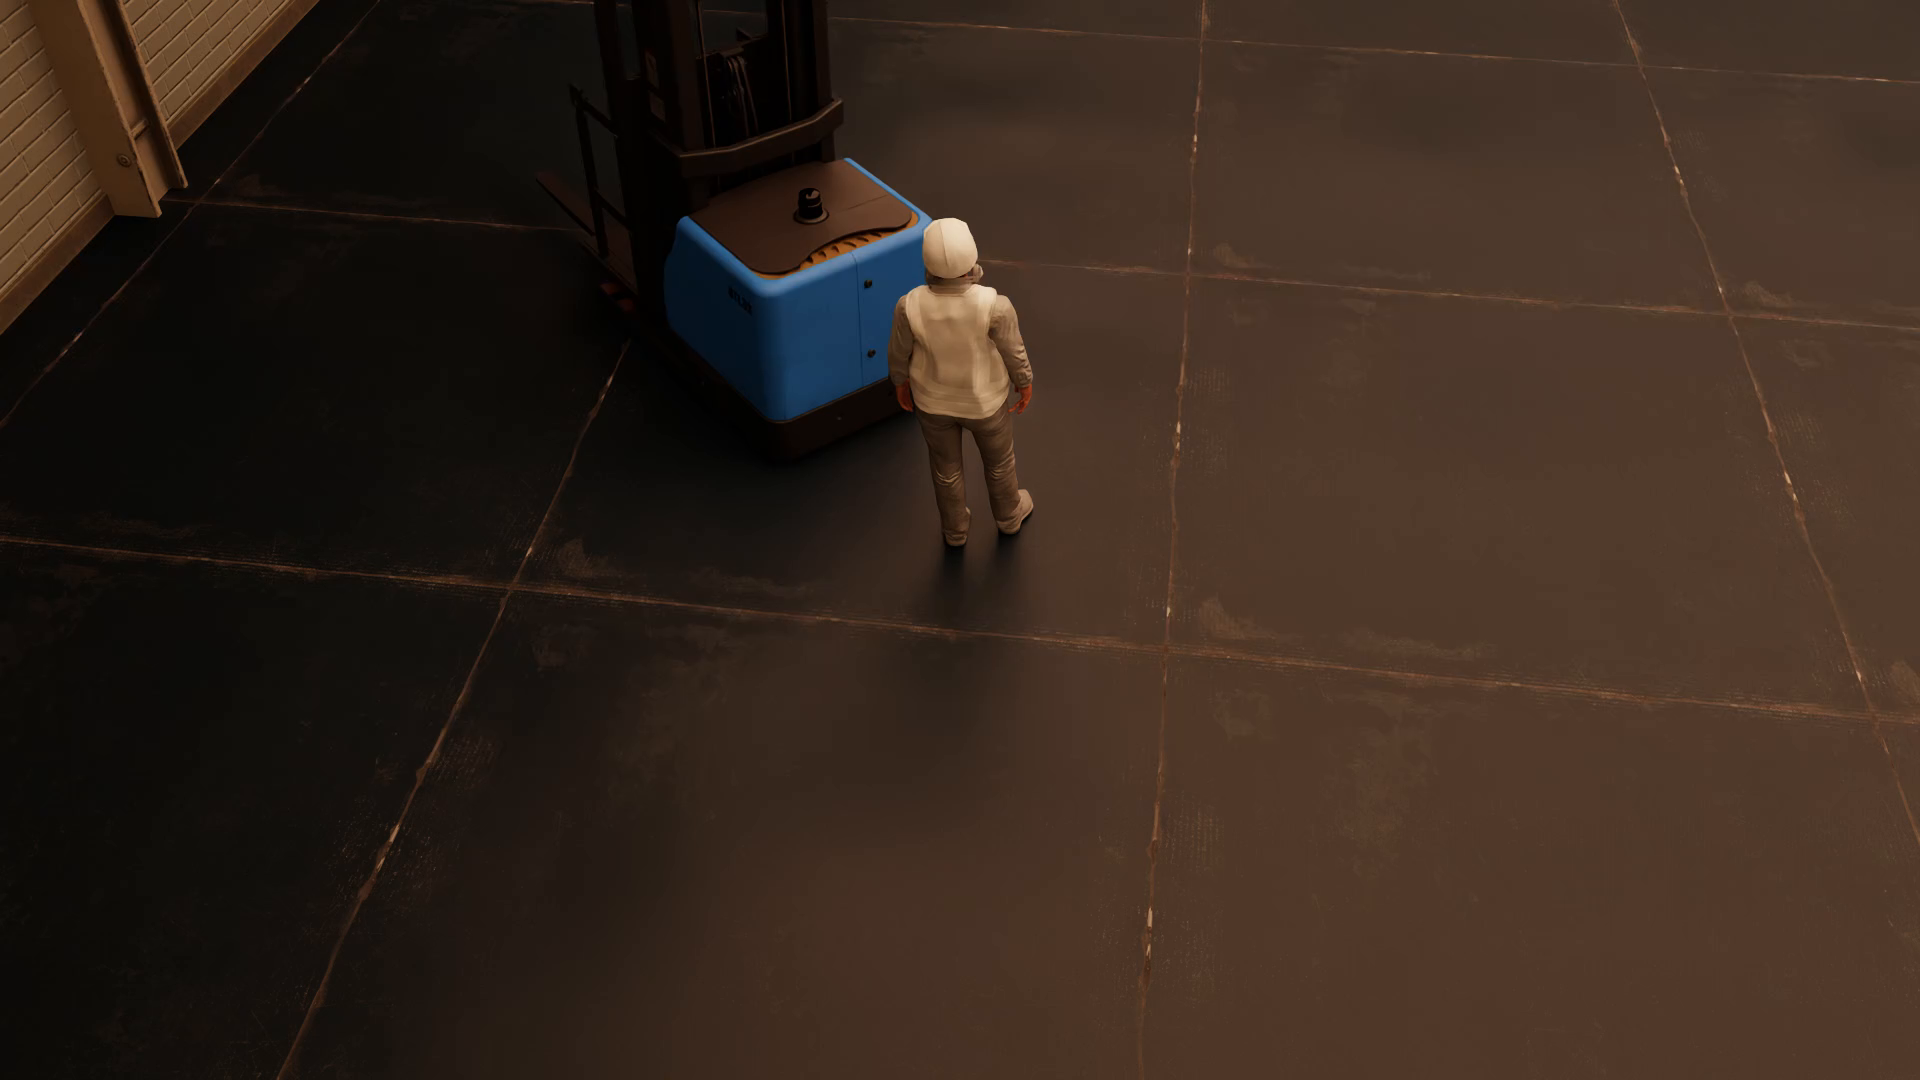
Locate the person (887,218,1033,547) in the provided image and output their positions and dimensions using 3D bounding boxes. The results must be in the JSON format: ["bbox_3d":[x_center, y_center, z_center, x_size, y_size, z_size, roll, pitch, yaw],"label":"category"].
[{"bbox_3d":[0.016,-0.700,7.331,0.632,1.773,0.567,5,43,6],"label":"person"}]

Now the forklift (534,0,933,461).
[{"bbox_3d":[-1.379,-2.422,8.361,1.130,2.935,3.031,-27,49,-26],"label":"forklift"}]
